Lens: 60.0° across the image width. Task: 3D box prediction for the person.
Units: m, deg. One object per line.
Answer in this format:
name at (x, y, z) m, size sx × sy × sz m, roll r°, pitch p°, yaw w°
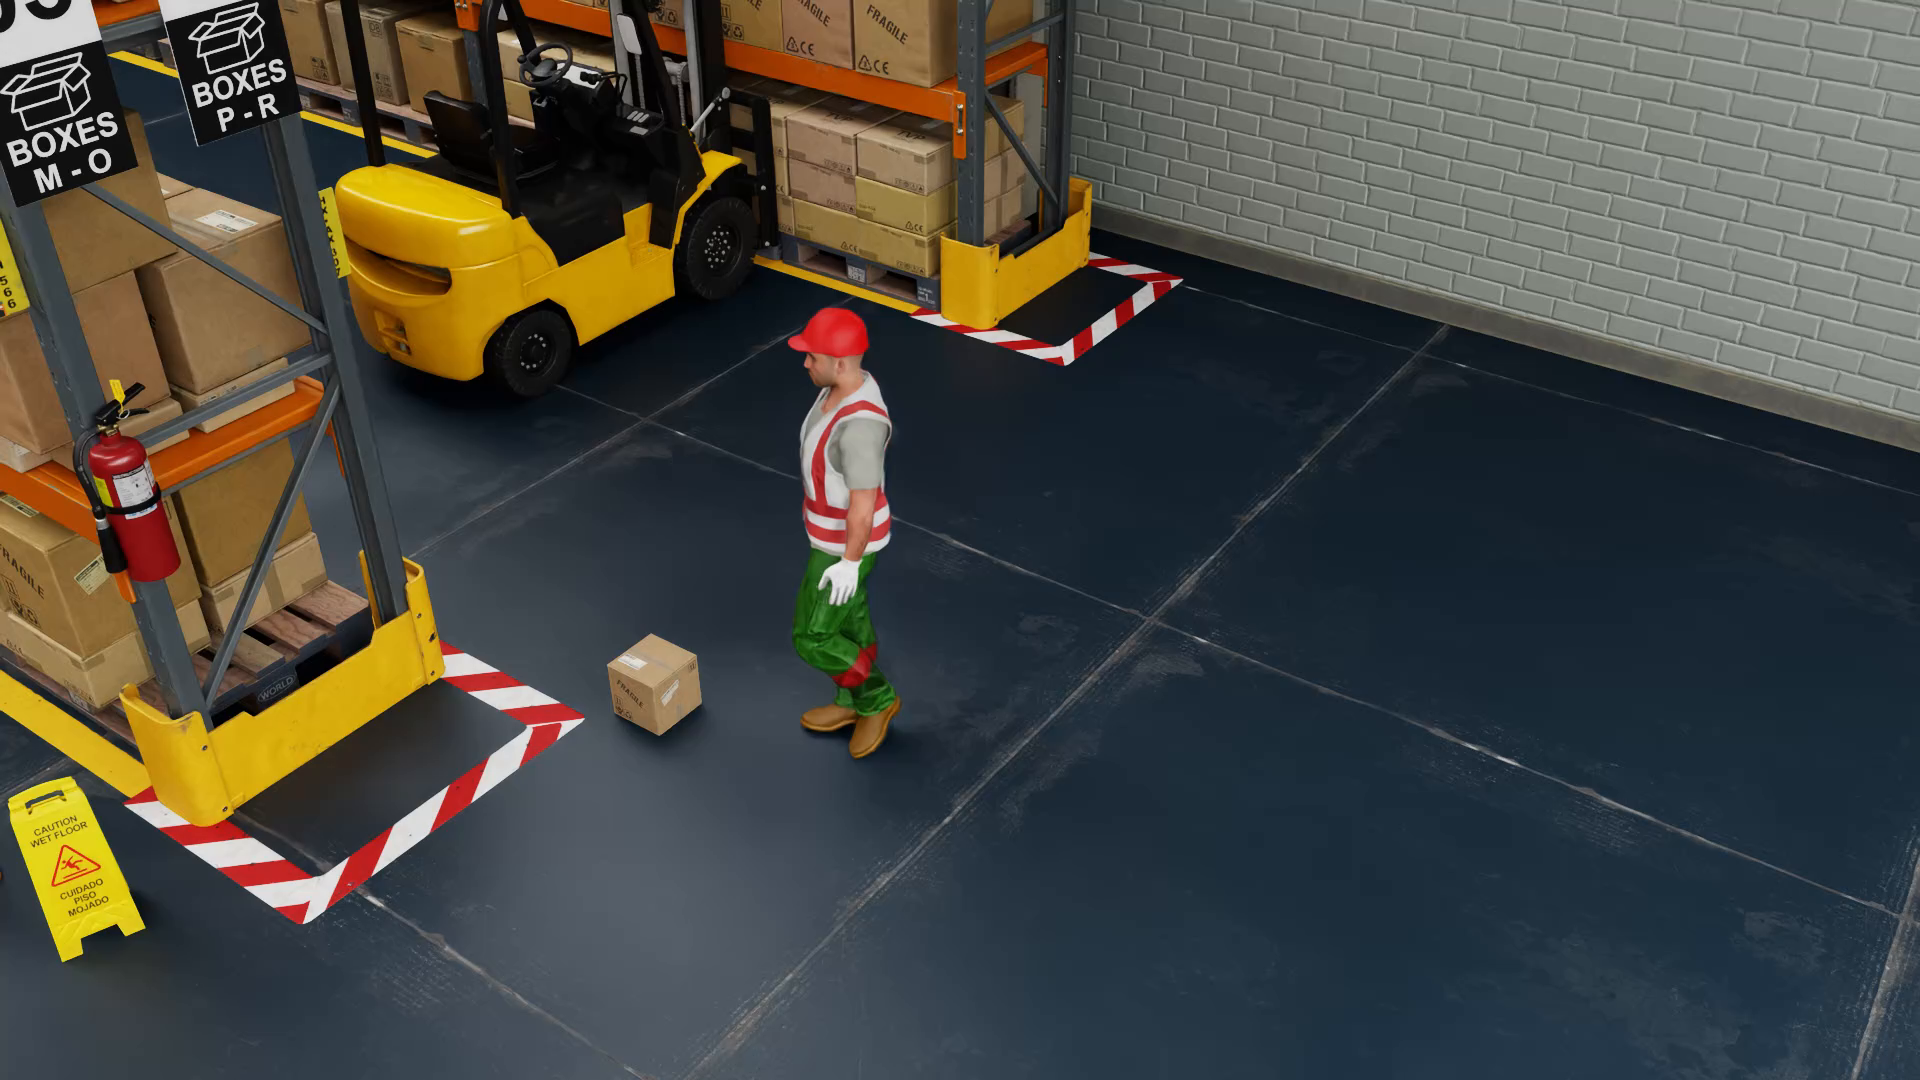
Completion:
person at (-0.453, -0.014, 6.128) m, size 0.416 × 1.789 × 0.559 m, roll -7°, pitch 35°, yaw -10°
